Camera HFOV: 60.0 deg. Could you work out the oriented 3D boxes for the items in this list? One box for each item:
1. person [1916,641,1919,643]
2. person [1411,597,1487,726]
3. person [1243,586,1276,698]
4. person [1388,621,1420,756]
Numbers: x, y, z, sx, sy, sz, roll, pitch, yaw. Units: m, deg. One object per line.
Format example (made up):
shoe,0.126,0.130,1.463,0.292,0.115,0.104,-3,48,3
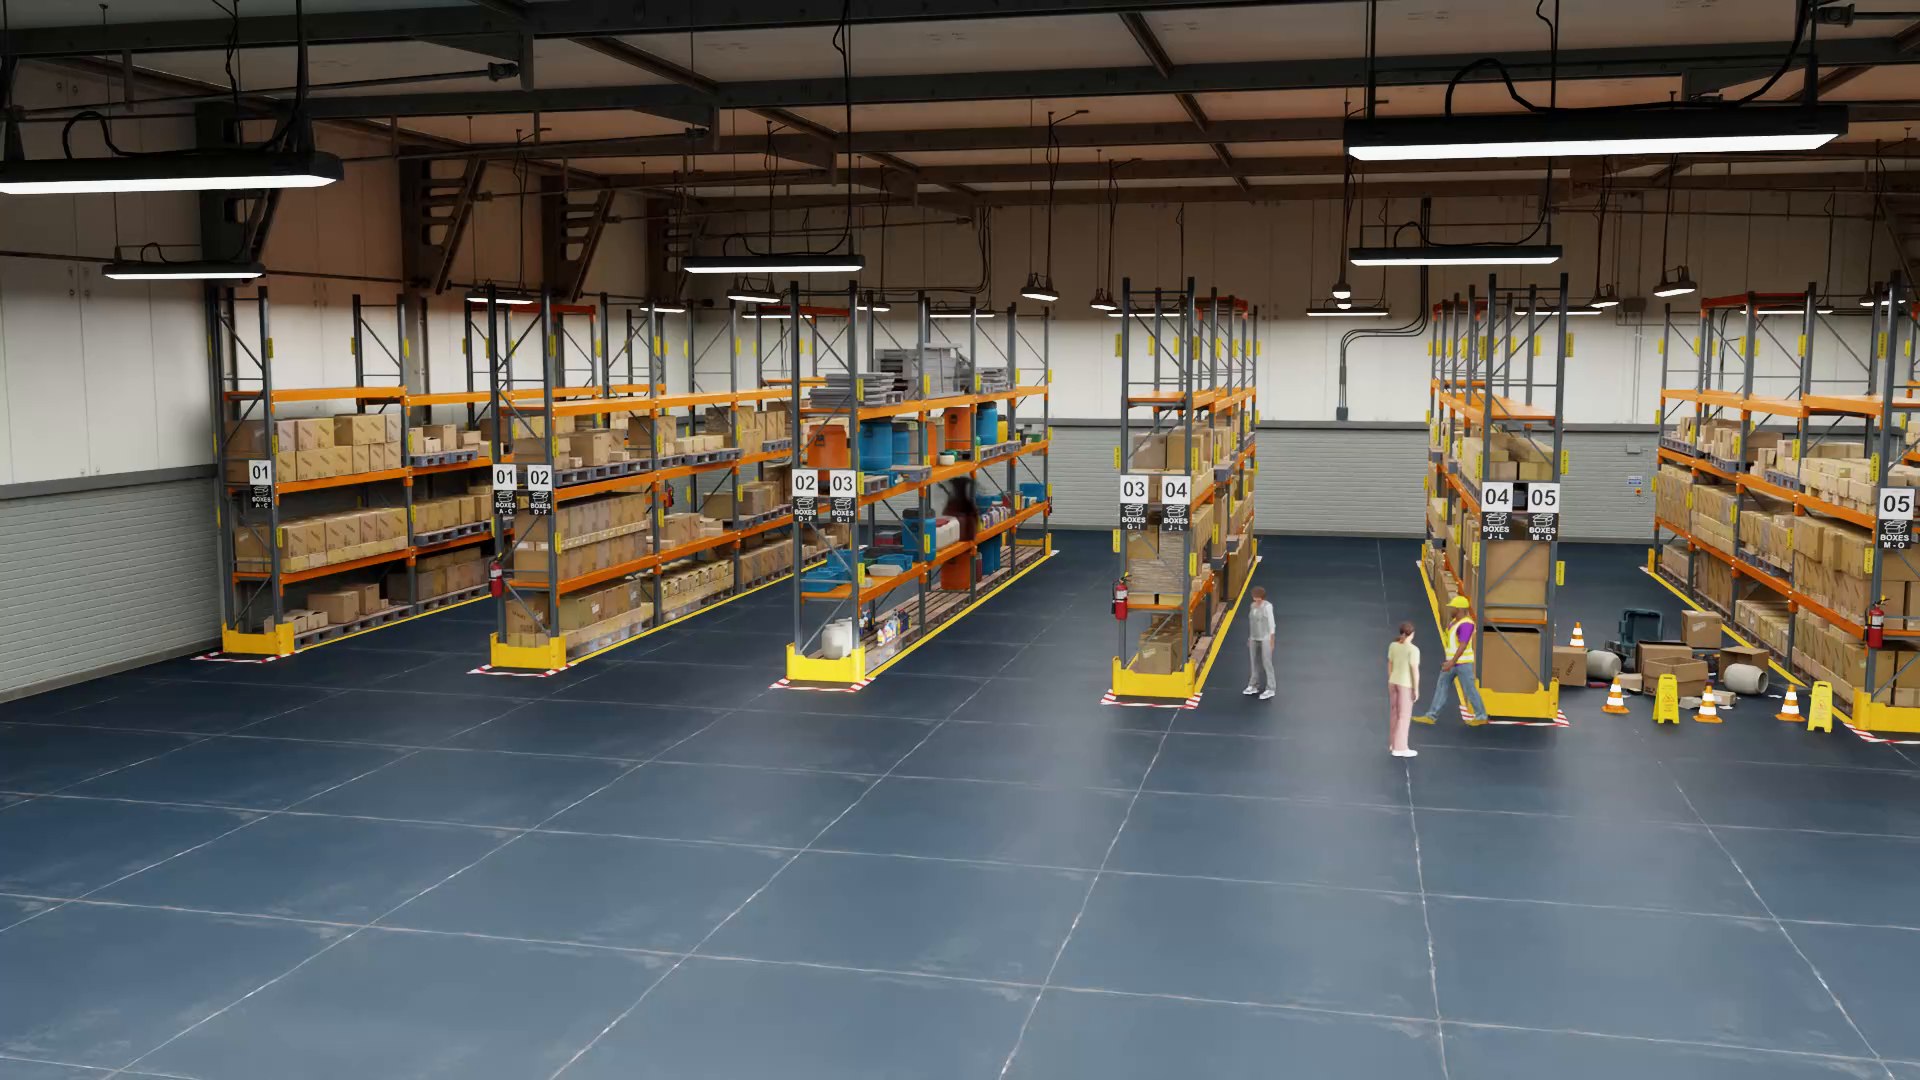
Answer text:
person,15.443,1.030,27.013,0.548,1.780,0.455,-4,8,-29
person,6.504,1.607,21.953,0.977,1.717,0.621,-1,7,-8
person,4.325,1.461,24.010,0.361,1.585,0.487,-4,8,-33
person,5.504,1.854,20.486,0.435,1.643,0.469,-4,8,-31
